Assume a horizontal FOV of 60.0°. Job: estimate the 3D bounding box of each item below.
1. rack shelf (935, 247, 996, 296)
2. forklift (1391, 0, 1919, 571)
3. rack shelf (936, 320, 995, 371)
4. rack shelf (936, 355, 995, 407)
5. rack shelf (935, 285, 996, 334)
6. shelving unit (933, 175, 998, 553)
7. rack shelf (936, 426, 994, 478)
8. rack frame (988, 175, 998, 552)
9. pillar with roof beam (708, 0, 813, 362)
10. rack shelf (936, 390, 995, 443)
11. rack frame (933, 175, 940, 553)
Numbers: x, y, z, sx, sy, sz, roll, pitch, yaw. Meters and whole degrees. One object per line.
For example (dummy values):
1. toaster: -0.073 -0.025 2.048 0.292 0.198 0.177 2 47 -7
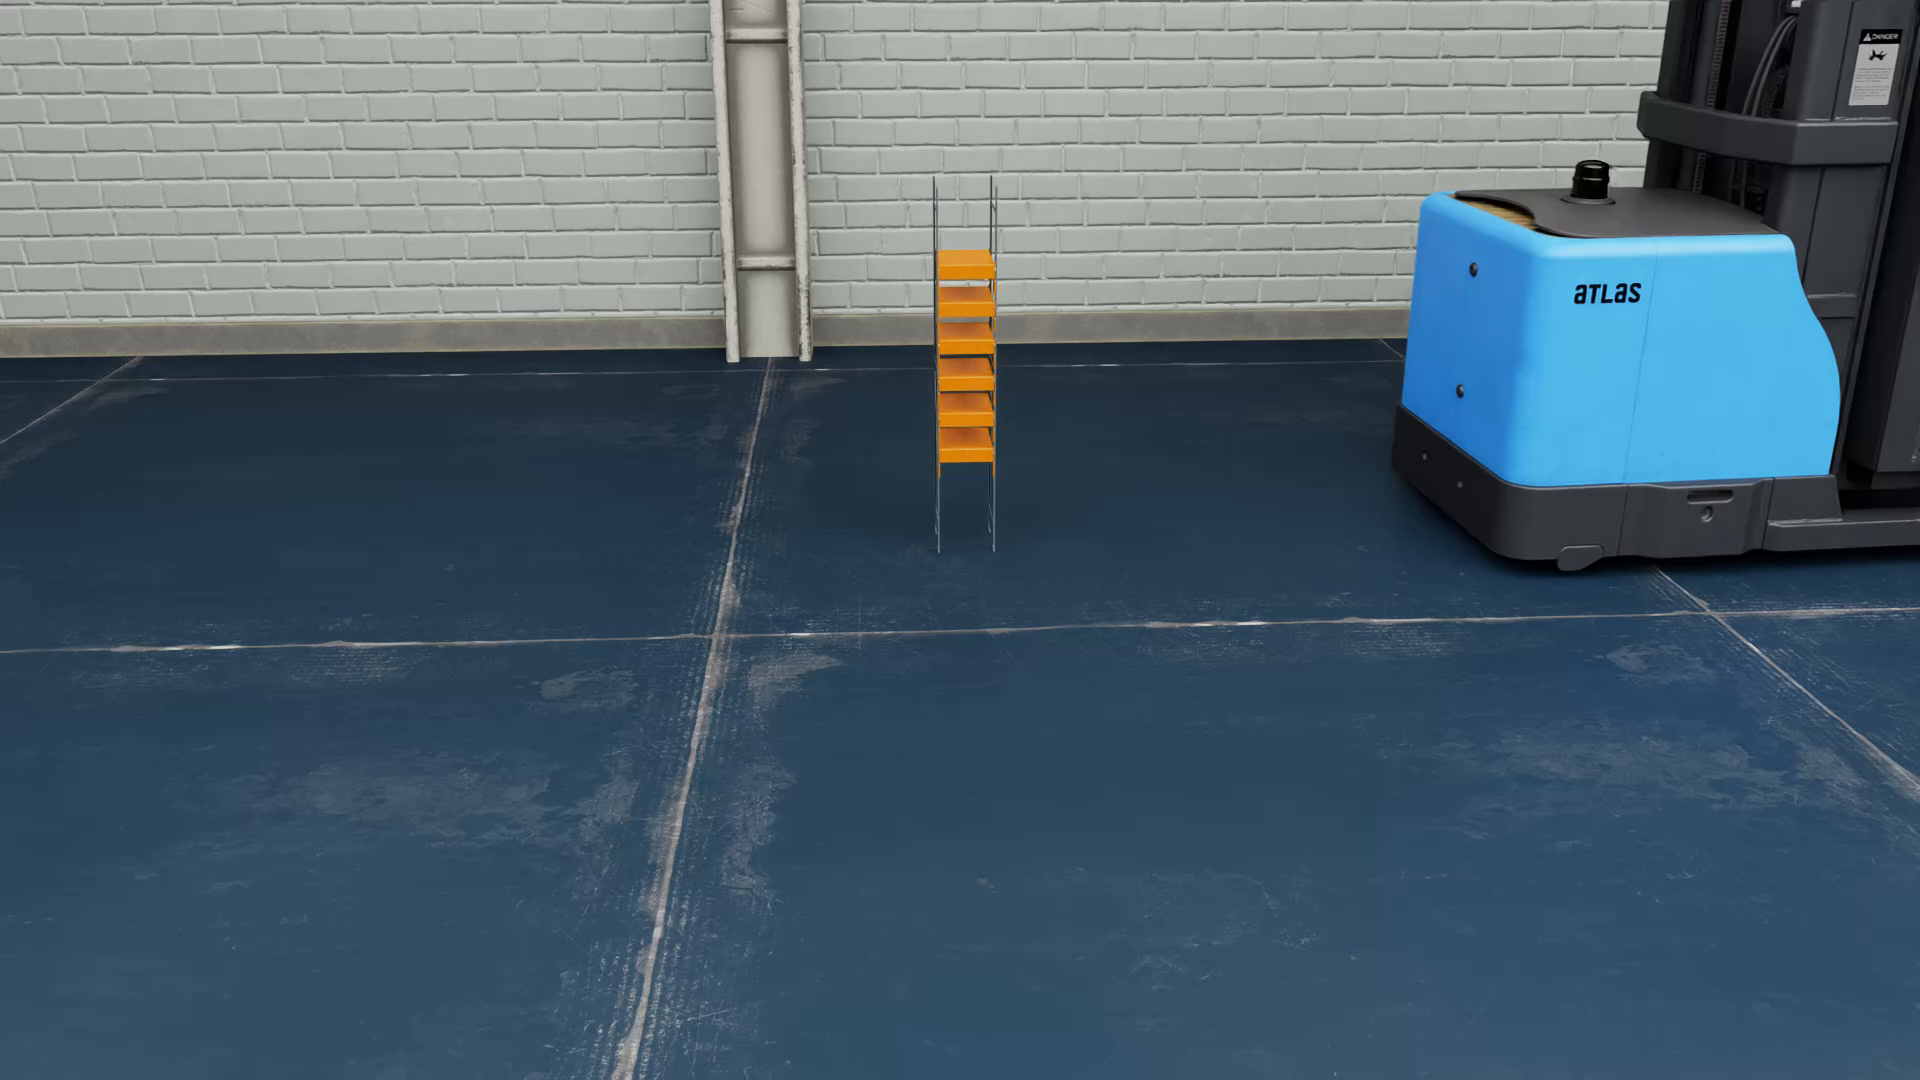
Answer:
1. rack shelf: 0.014 -0.856 5.296 0.180 0.103 0.258 -1 21 -3
2. forklift: 3.147 -1.487 5.407 3.031 2.935 1.130 -3 21 -7
3. rack shelf: 0.014 -0.632 5.381 0.180 0.103 0.258 -1 21 -3
4. rack shelf: 0.014 -0.520 5.424 0.180 0.103 0.258 -1 21 -3
5. rack shelf: 0.014 -0.744 5.339 0.180 0.103 0.258 -1 21 -3
6. shelving unit: 0.014 -0.561 5.408 0.189 1.200 0.258 -1 21 -3
7. rack shelf: 0.014 -0.295 5.509 0.180 0.103 0.258 -1 21 -3
8. rack frame: 0.106 -0.563 5.413 0.006 1.200 0.240 -1 21 -3
9. pillar with roof beam: -0.661 -3.571 2.354 0.400 9.000 9.100 -1 21 -3
10. rack shelf: 0.014 -0.407 5.467 0.180 0.103 0.258 -1 21 -3
11. rack frame: -0.077 -0.559 5.403 0.006 1.200 0.240 -1 21 -3
